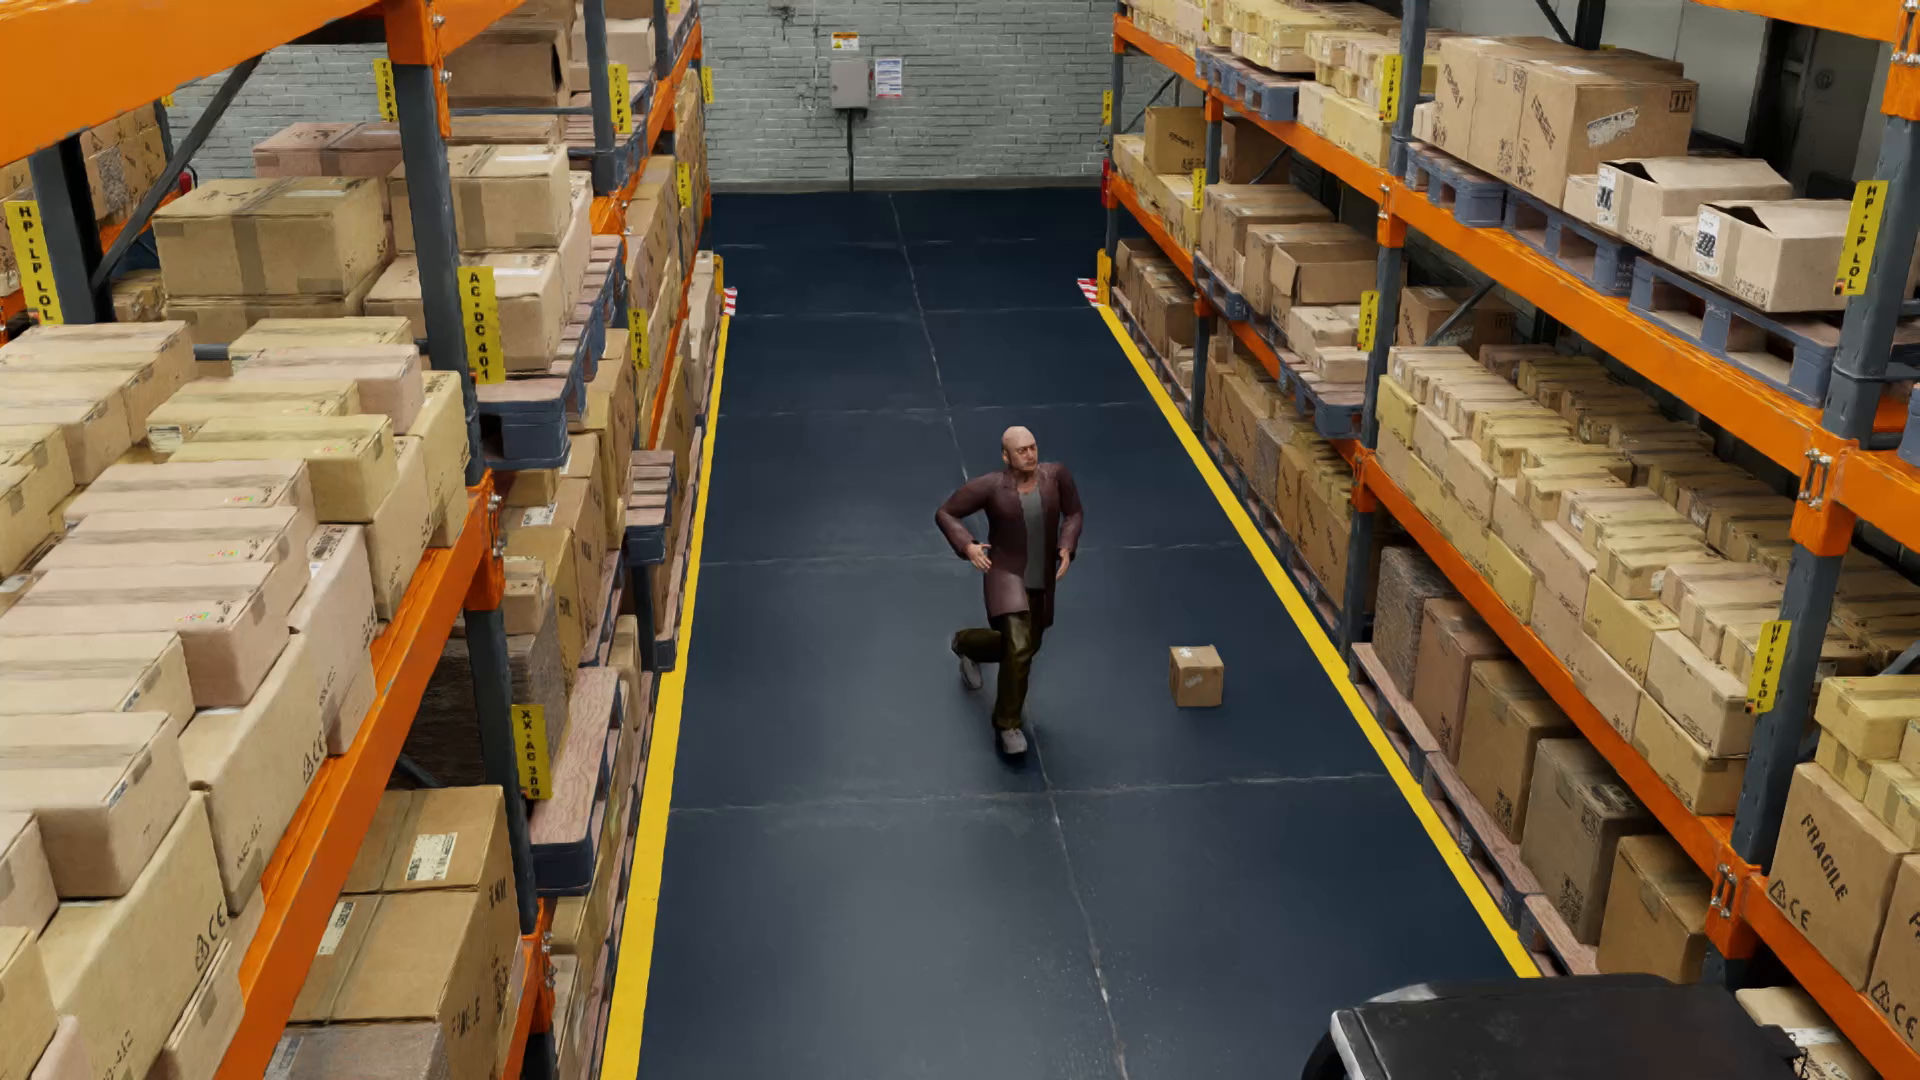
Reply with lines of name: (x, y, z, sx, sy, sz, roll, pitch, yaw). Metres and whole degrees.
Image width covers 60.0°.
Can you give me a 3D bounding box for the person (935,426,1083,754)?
person: (0.311, 0.178, 8.886, 0.770, 1.635, 1.079, -15, 28, -31)
